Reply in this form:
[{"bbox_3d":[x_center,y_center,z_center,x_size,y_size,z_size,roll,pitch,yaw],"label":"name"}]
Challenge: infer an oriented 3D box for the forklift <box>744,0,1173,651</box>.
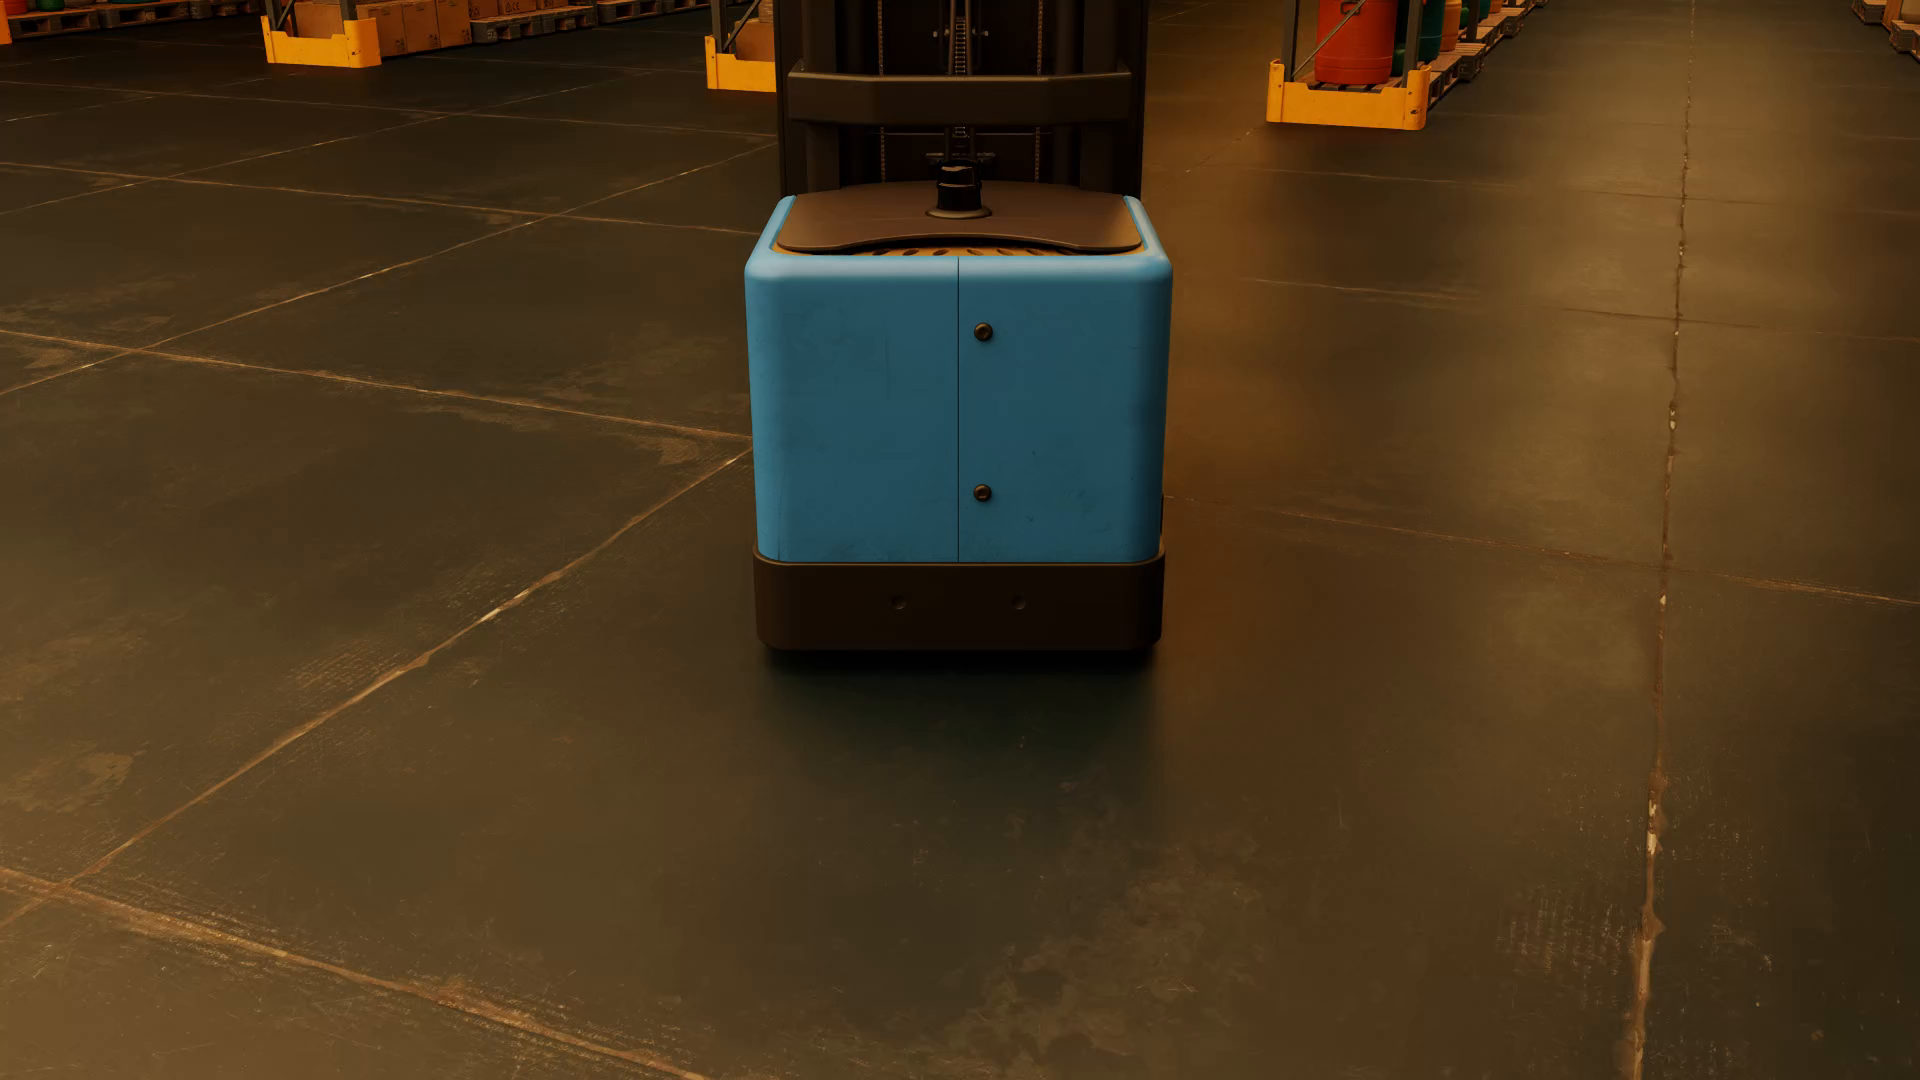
[{"bbox_3d":[0.002,-1.587,5.089,1.130,2.935,3.031,0,23,0],"label":"forklift"}]
